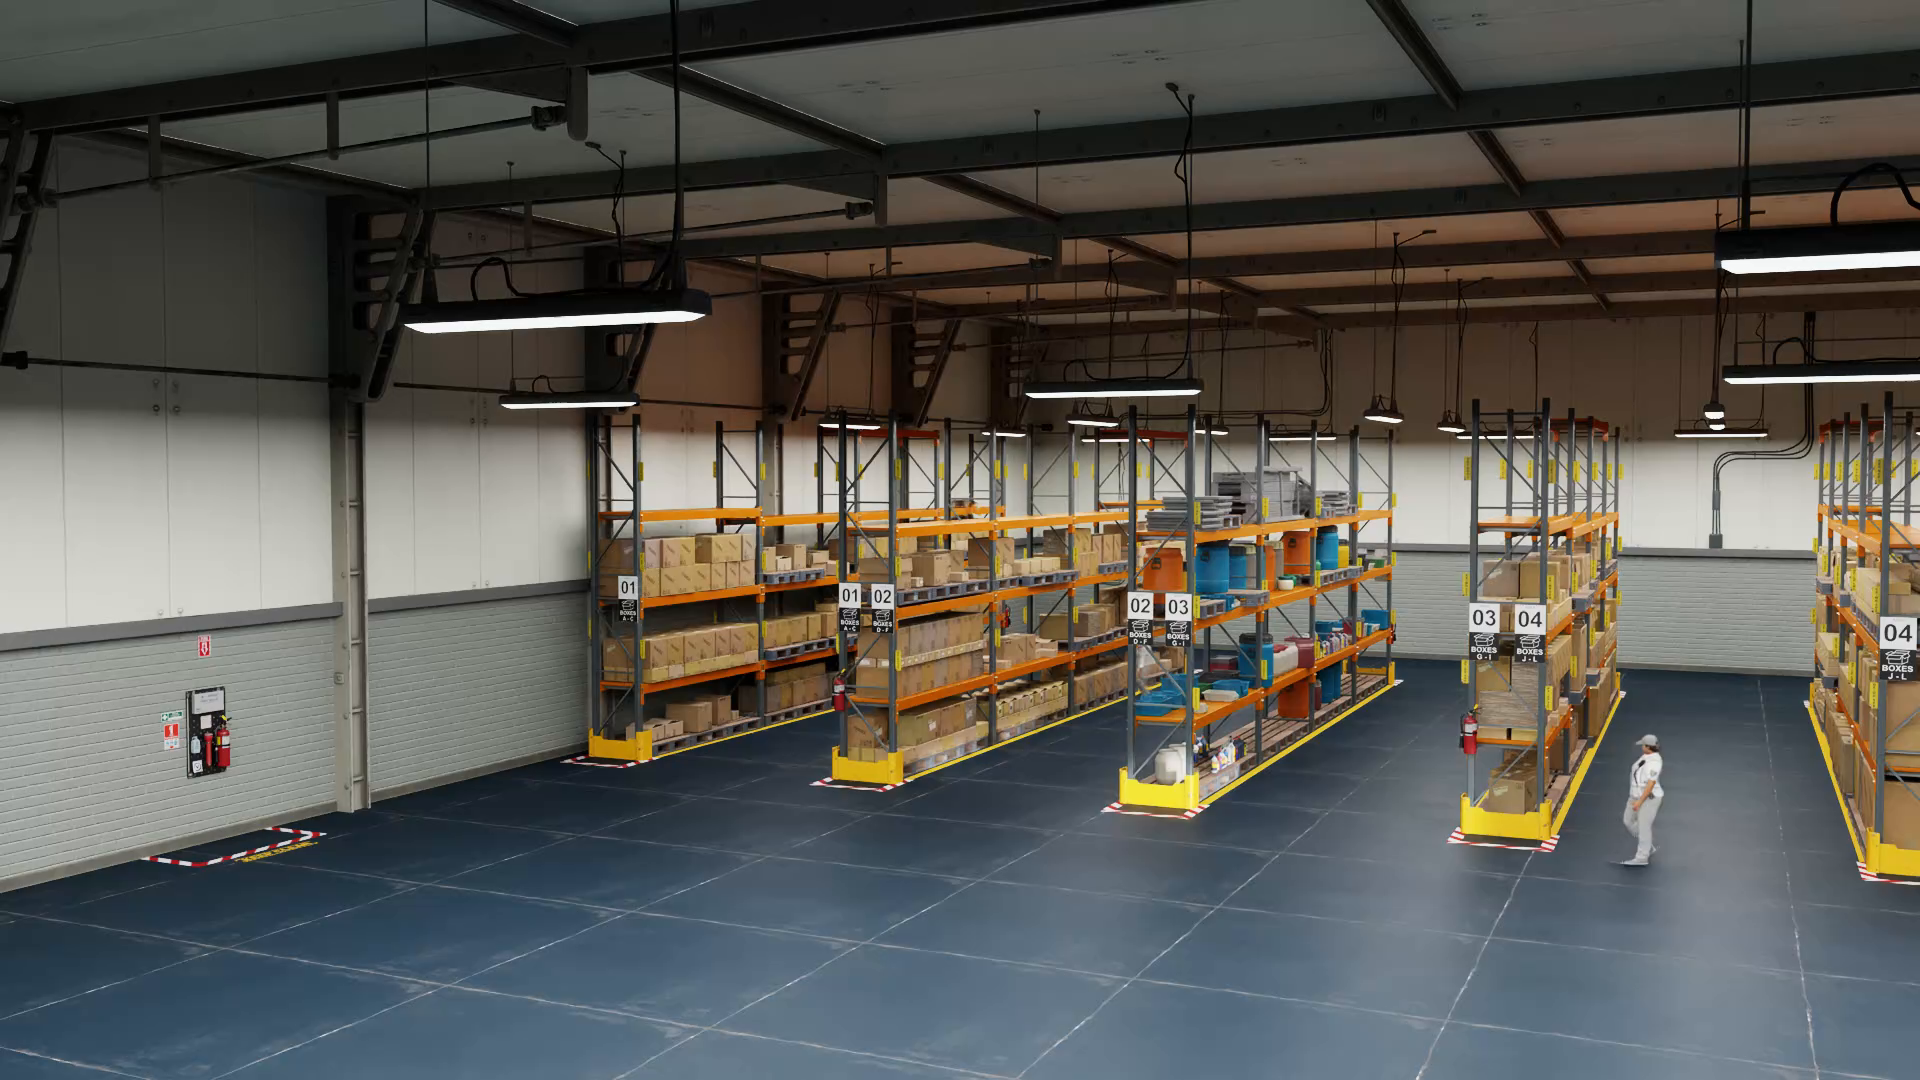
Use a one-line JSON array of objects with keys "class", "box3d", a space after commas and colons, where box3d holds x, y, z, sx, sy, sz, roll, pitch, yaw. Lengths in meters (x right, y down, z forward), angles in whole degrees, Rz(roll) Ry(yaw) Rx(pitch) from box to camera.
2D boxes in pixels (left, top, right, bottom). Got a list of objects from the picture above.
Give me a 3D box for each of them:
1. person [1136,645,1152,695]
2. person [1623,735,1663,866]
[{"class": "person", "box3d": [3.850, 2.755, 34.930, 0.361, 1.599, 0.480, 1, 2, 14]}, {"class": "person", "box3d": [8.679, 3.311, 21.190, 0.486, 1.686, 0.550, 0, 2, 0]}]
